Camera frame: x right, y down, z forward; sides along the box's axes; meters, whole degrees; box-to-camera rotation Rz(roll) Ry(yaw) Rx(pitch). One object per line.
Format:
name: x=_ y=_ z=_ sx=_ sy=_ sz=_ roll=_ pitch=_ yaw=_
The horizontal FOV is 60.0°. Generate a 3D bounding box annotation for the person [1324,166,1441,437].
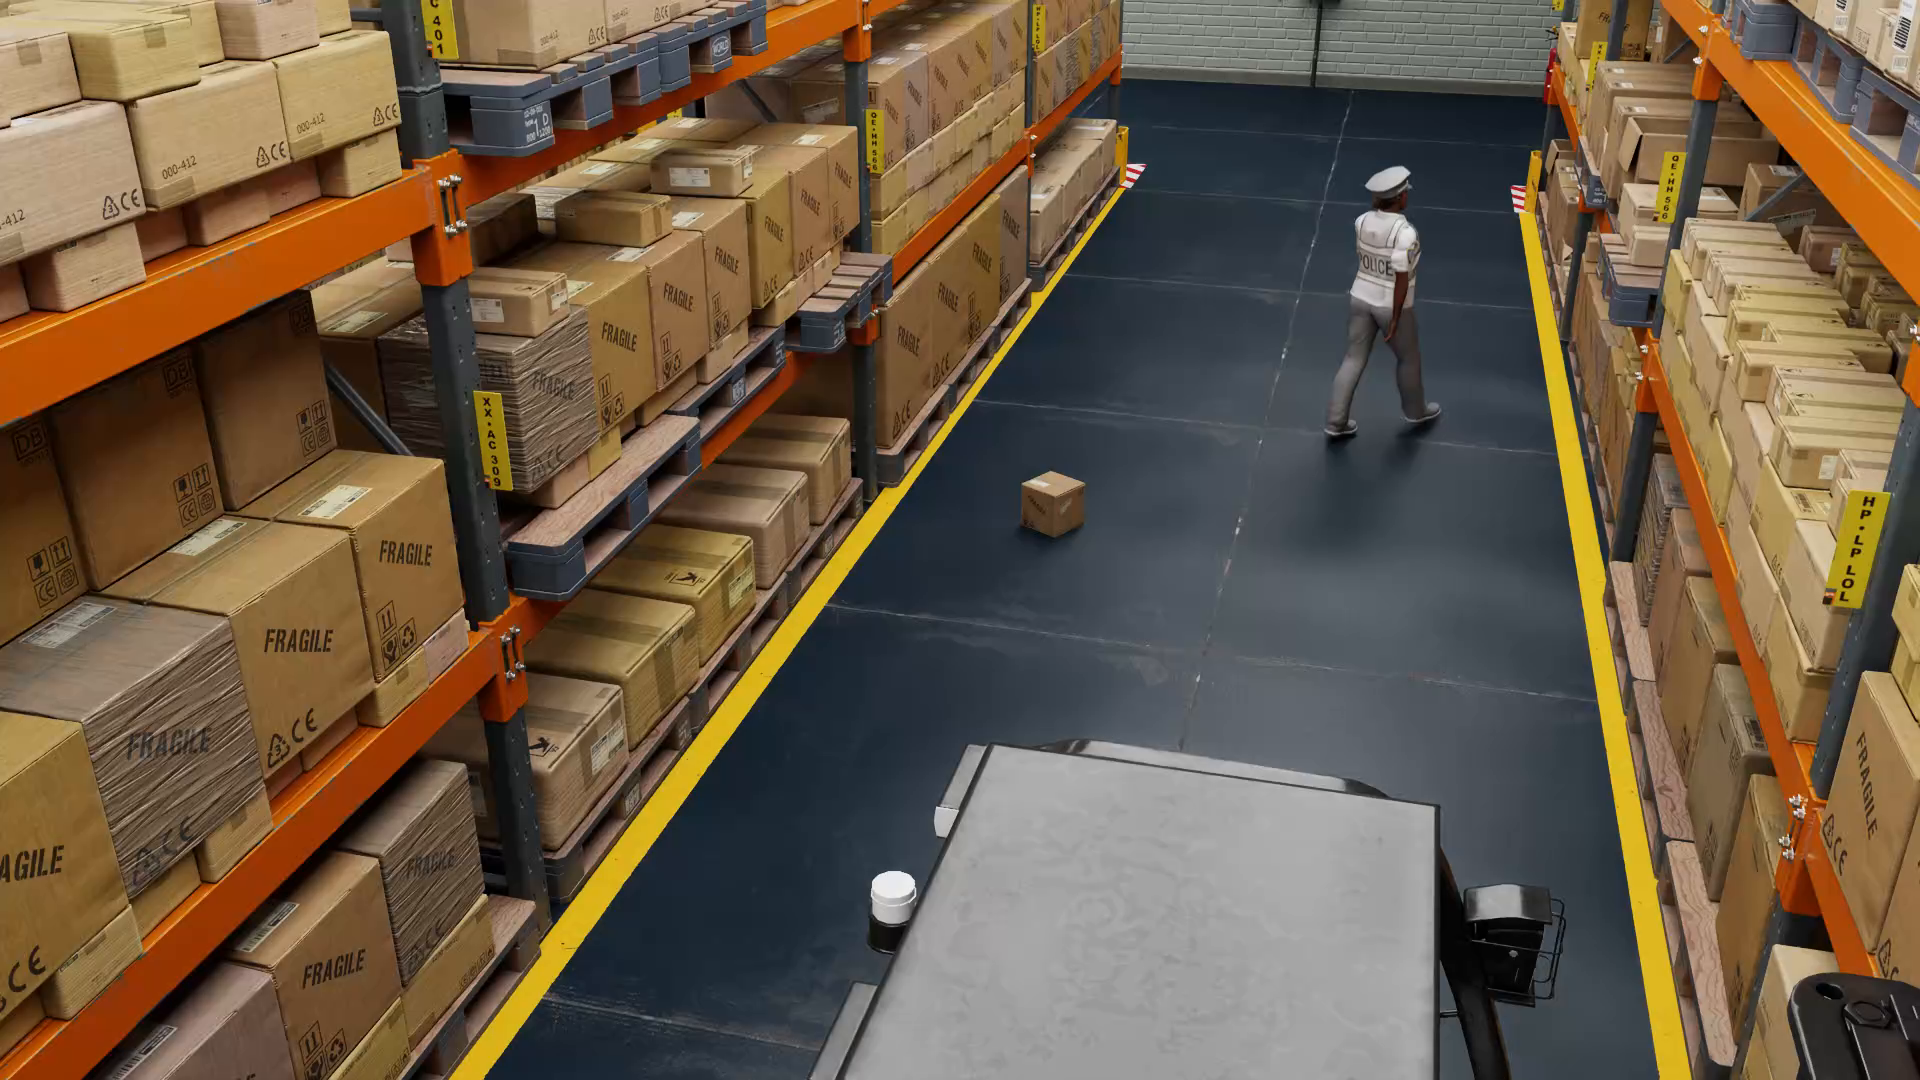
person: x=2.631 y=-1.470 z=10.138 sx=0.867 sy=1.656 sz=0.449 roll=-22 pitch=33 yaw=-38
